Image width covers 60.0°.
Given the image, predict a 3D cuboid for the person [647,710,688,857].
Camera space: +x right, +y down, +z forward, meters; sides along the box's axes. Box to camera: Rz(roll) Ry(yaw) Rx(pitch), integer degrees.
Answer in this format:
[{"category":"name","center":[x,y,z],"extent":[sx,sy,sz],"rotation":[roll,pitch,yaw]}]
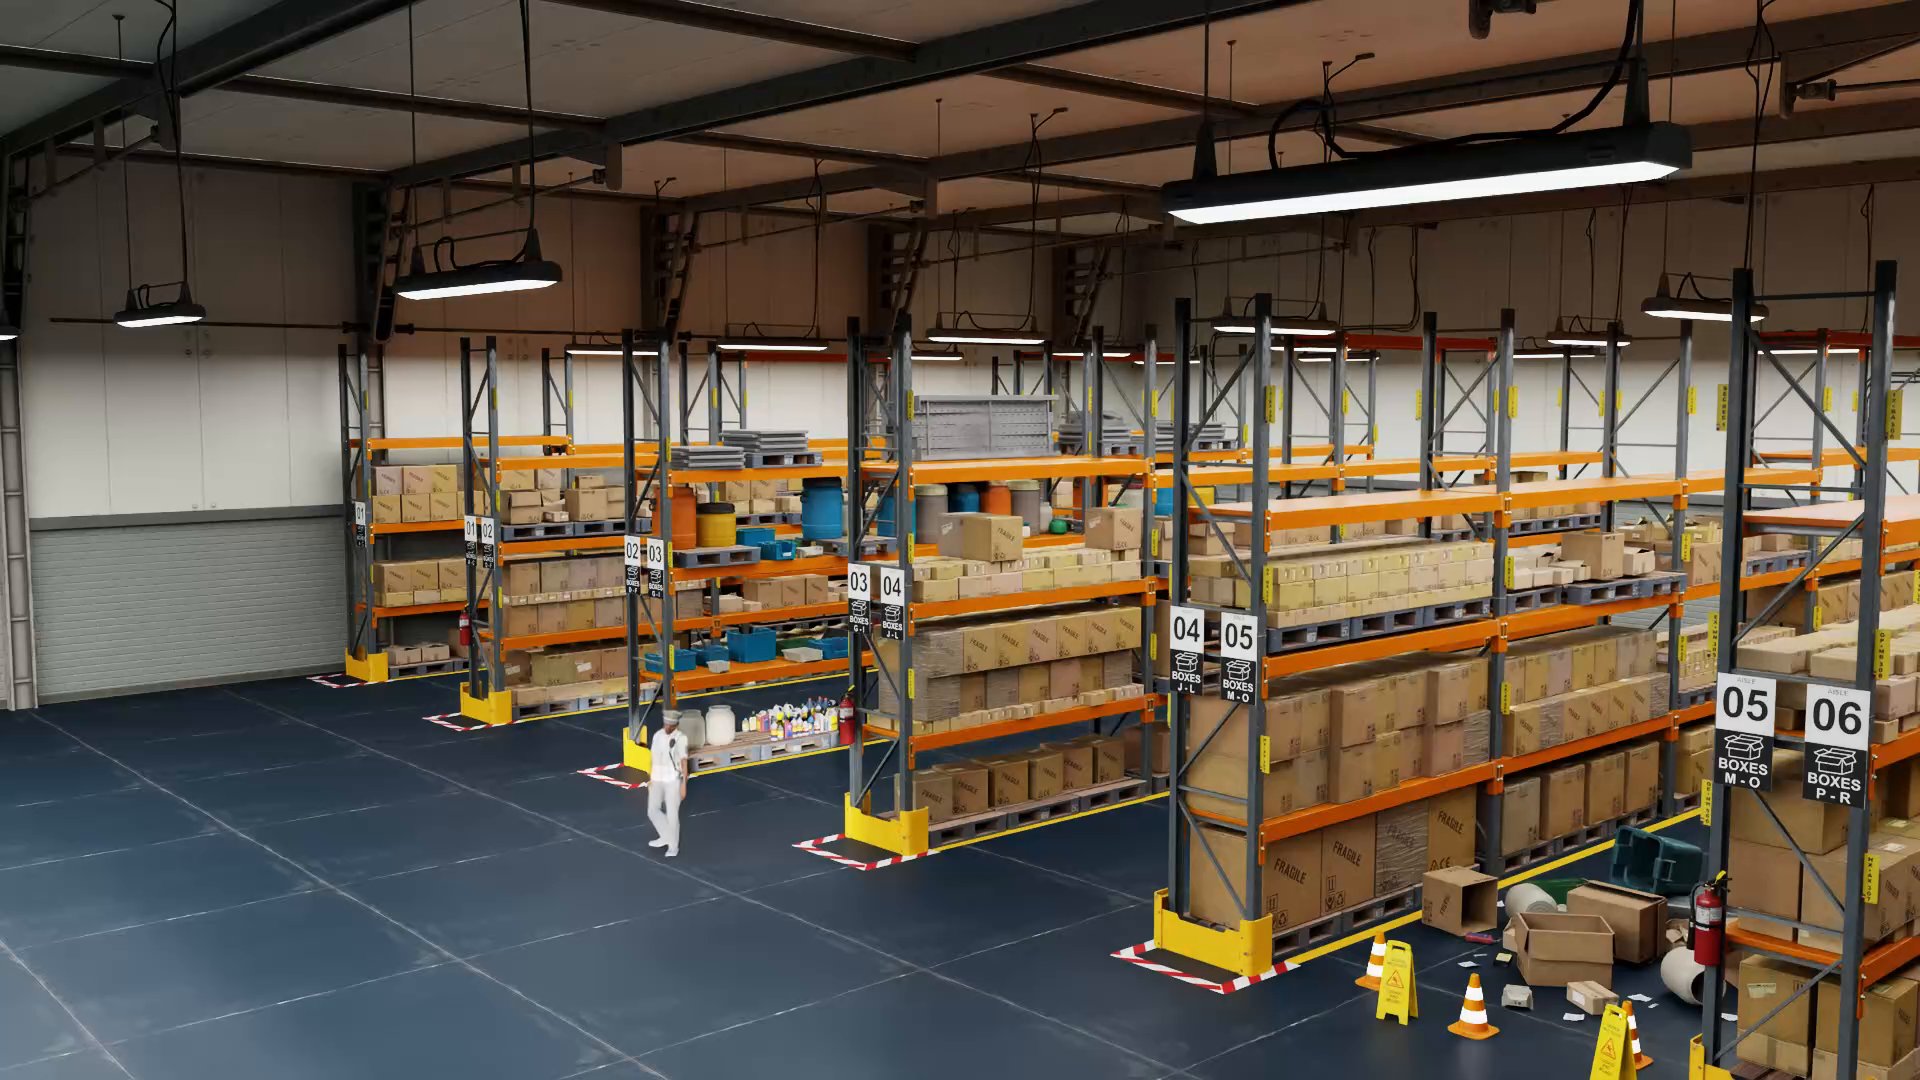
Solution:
[{"category":"person","center":[-3.269,2.687,18.543],"extent":[0.581,1.647,0.465],"rotation":[2,5,21]}]
